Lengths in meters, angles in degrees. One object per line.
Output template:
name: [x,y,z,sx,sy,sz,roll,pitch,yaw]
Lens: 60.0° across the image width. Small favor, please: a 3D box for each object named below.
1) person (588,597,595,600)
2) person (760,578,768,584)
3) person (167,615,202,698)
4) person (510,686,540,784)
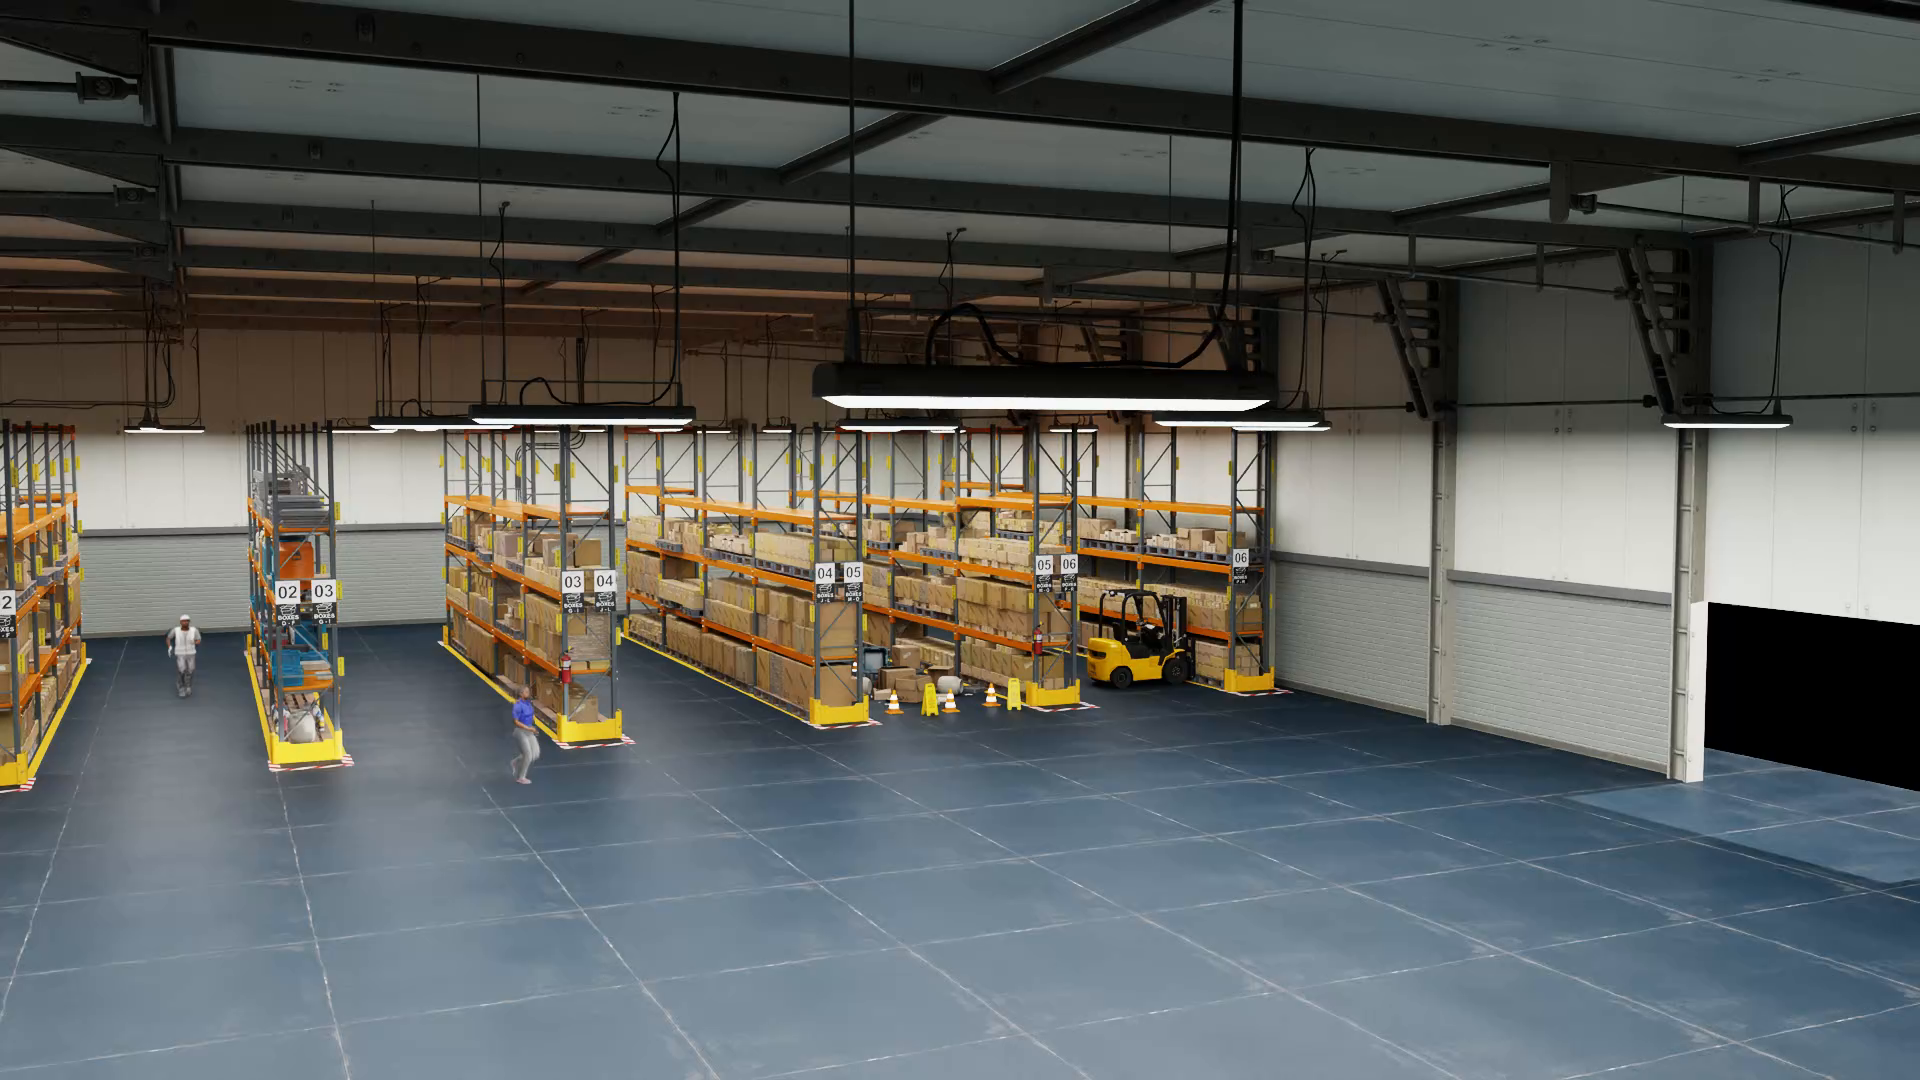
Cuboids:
person: [-10.454,1.942,46.672,0.687,1.782,0.785,-1,4,-17]
person: [-6.045,1.744,50.770,0.498,1.614,0.611,-2,4,-26]
person: [-17.003,2.553,36.504,0.656,1.824,0.744,-3,4,-35]
person: [-7.176,3.202,27.438,0.559,1.614,0.604,1,4,11]
